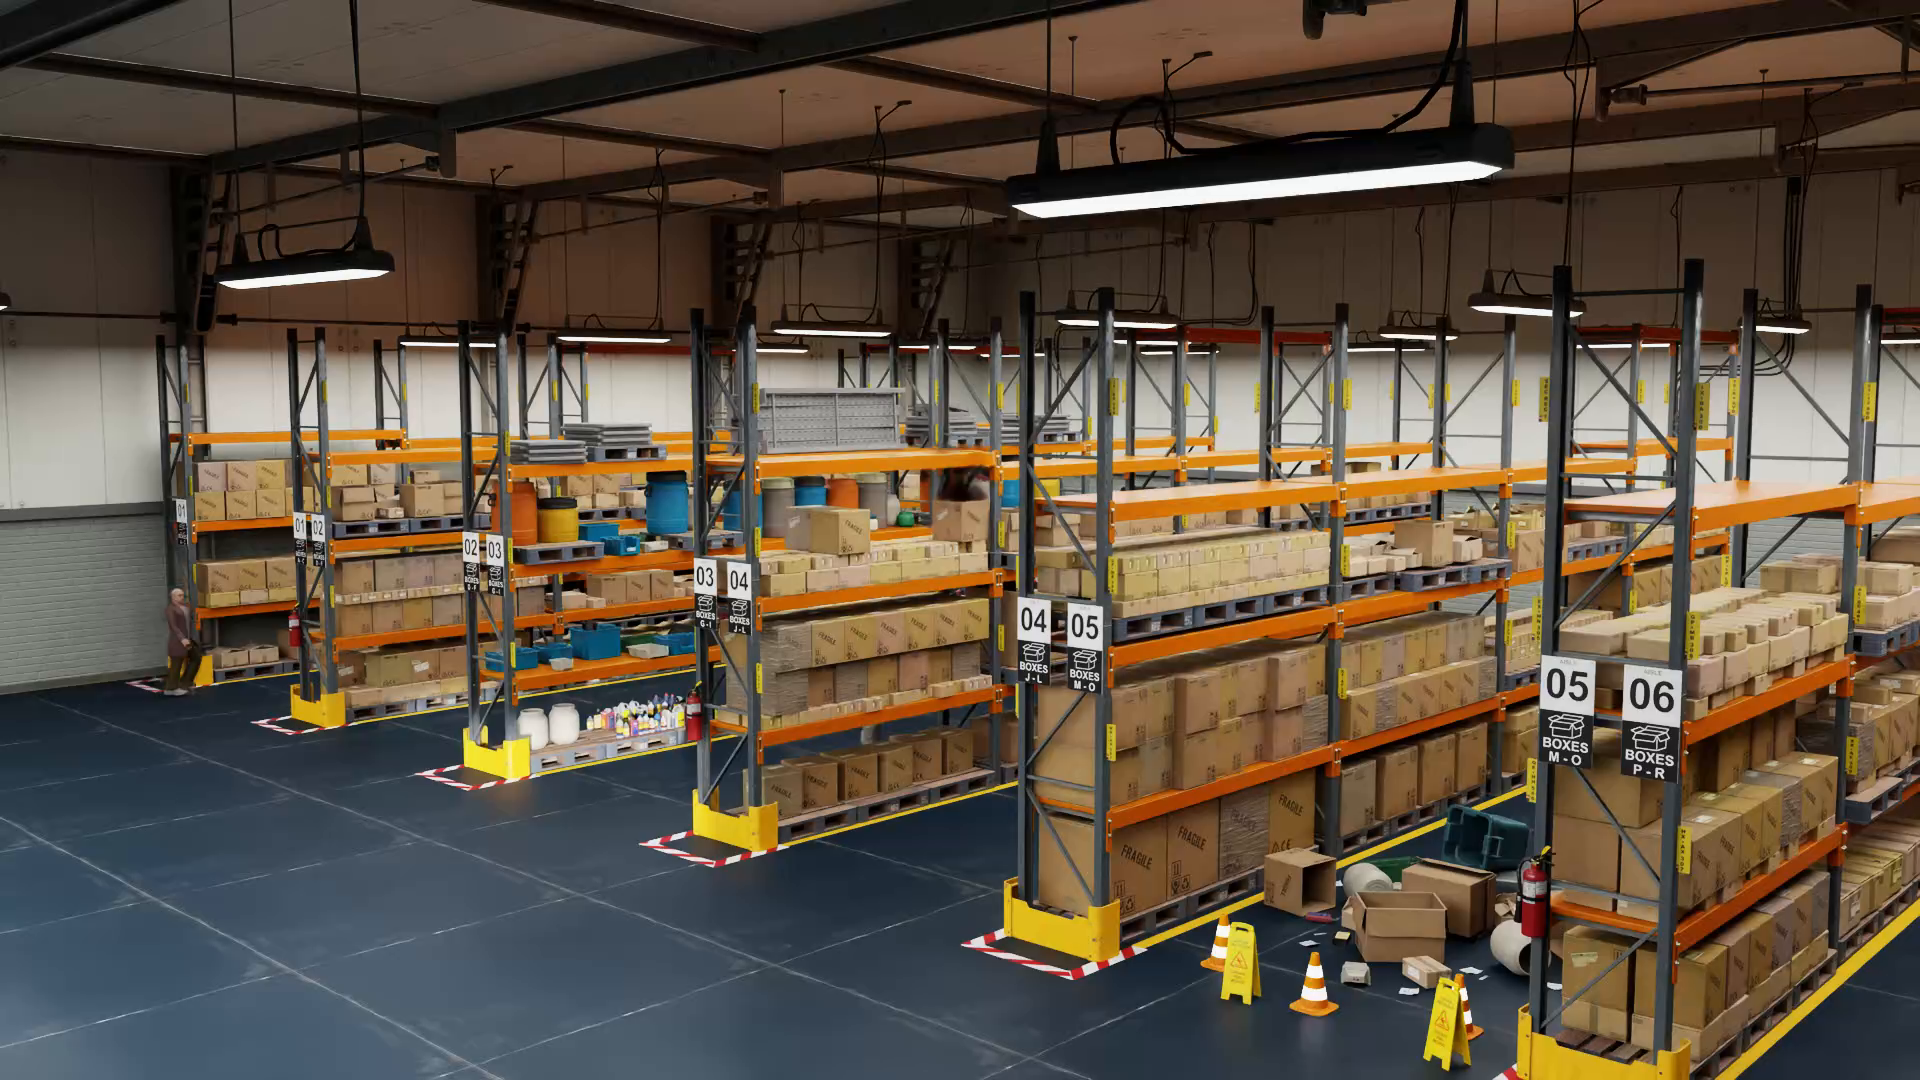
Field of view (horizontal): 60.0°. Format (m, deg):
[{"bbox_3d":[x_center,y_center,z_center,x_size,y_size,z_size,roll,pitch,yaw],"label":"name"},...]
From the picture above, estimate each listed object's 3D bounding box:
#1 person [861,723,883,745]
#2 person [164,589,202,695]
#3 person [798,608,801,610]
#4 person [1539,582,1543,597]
[{"bbox_3d":[-1.159,2.187,22.406,0.473,1.739,0.618,2,6,25],"label":"person"},{"bbox_3d":[-12.885,1.700,27.490,0.565,1.804,0.683,-1,5,-9],"label":"person"},{"bbox_3d":[-3.132,1.556,30.278,0.653,1.583,0.559,-5,7,-42],"label":"person"},{"bbox_3d":[11.622,1.267,32.724,0.910,1.618,0.501,2,6,24],"label":"person"}]
